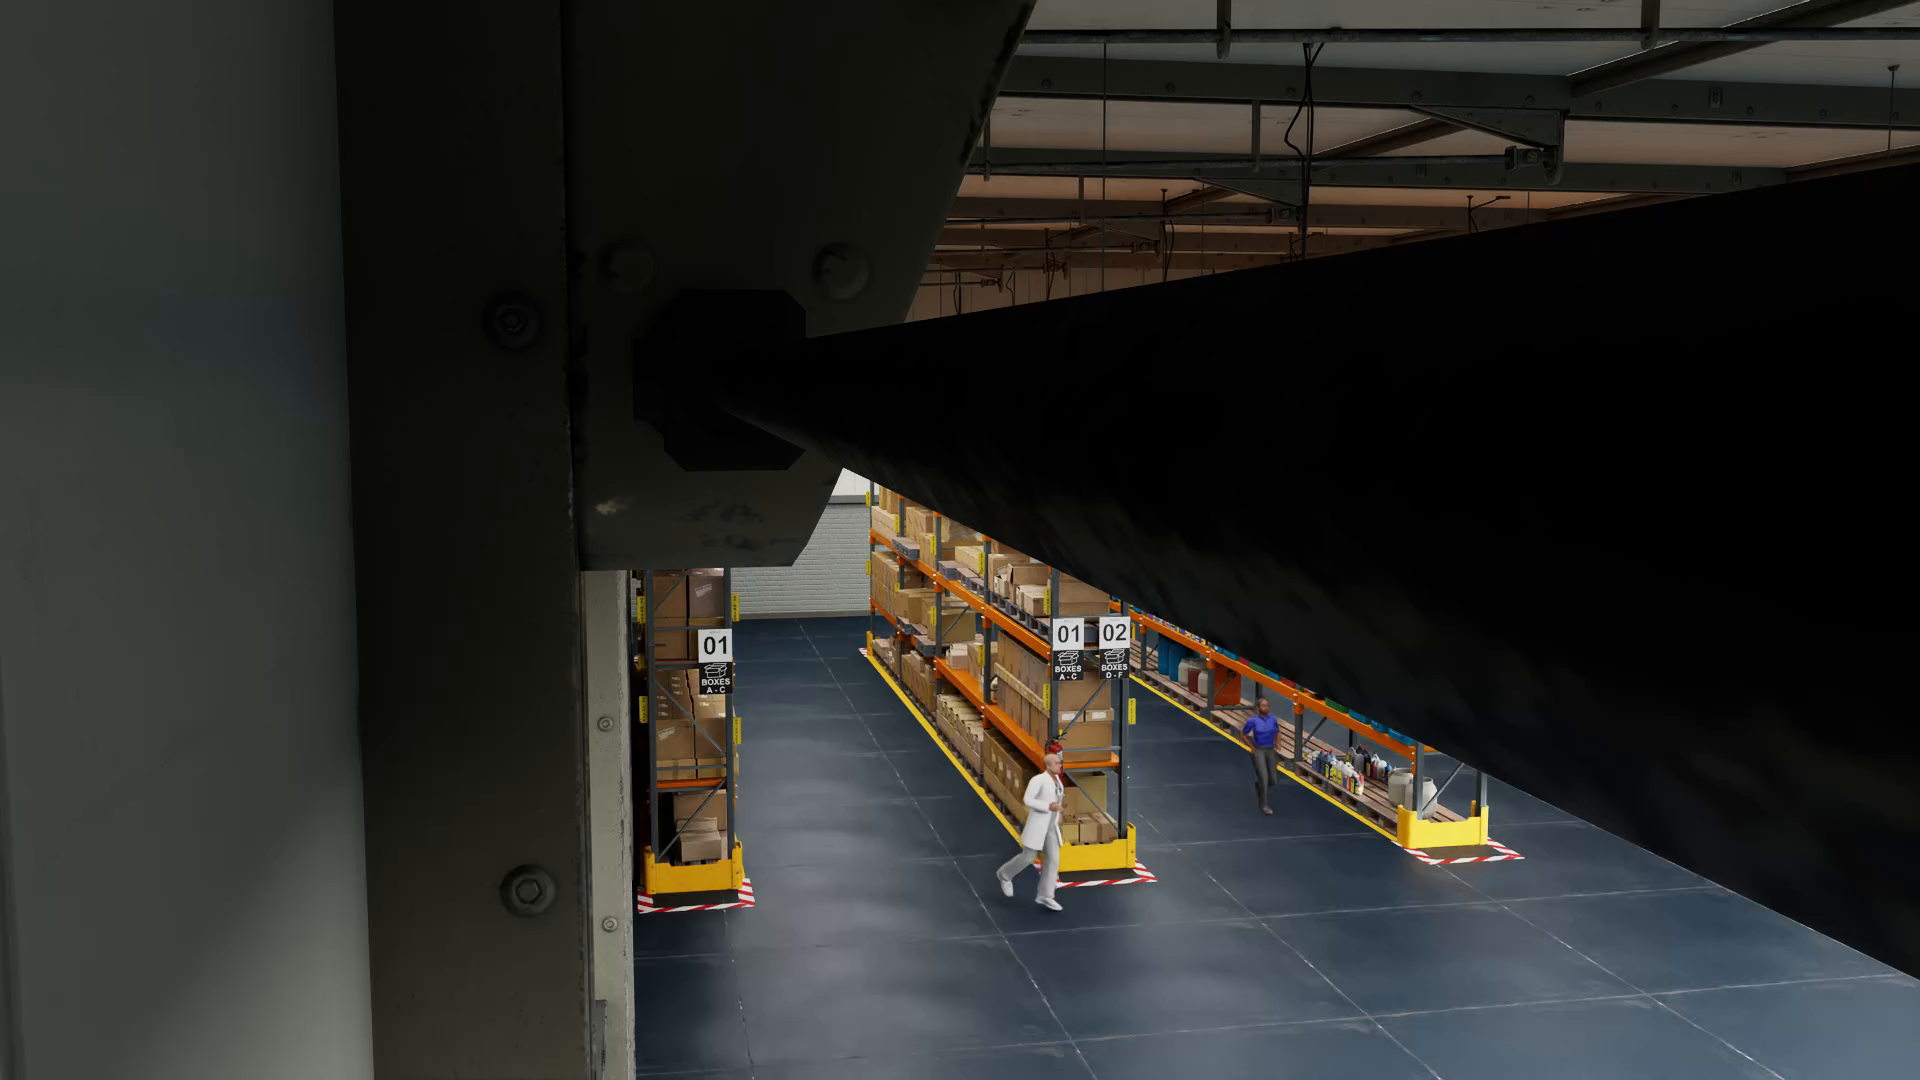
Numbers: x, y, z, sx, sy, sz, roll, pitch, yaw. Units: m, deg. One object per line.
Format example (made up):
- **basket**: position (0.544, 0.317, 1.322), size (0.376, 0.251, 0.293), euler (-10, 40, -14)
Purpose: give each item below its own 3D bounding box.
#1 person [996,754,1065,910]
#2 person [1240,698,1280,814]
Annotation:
- **person**: position (0.991, 3.402, 19.744), size (0.716, 1.748, 1.015), euler (-6, 8, -44)
- **person**: position (4.305, 3.054, 23.726), size (0.581, 1.608, 0.659), euler (-2, 6, -15)
